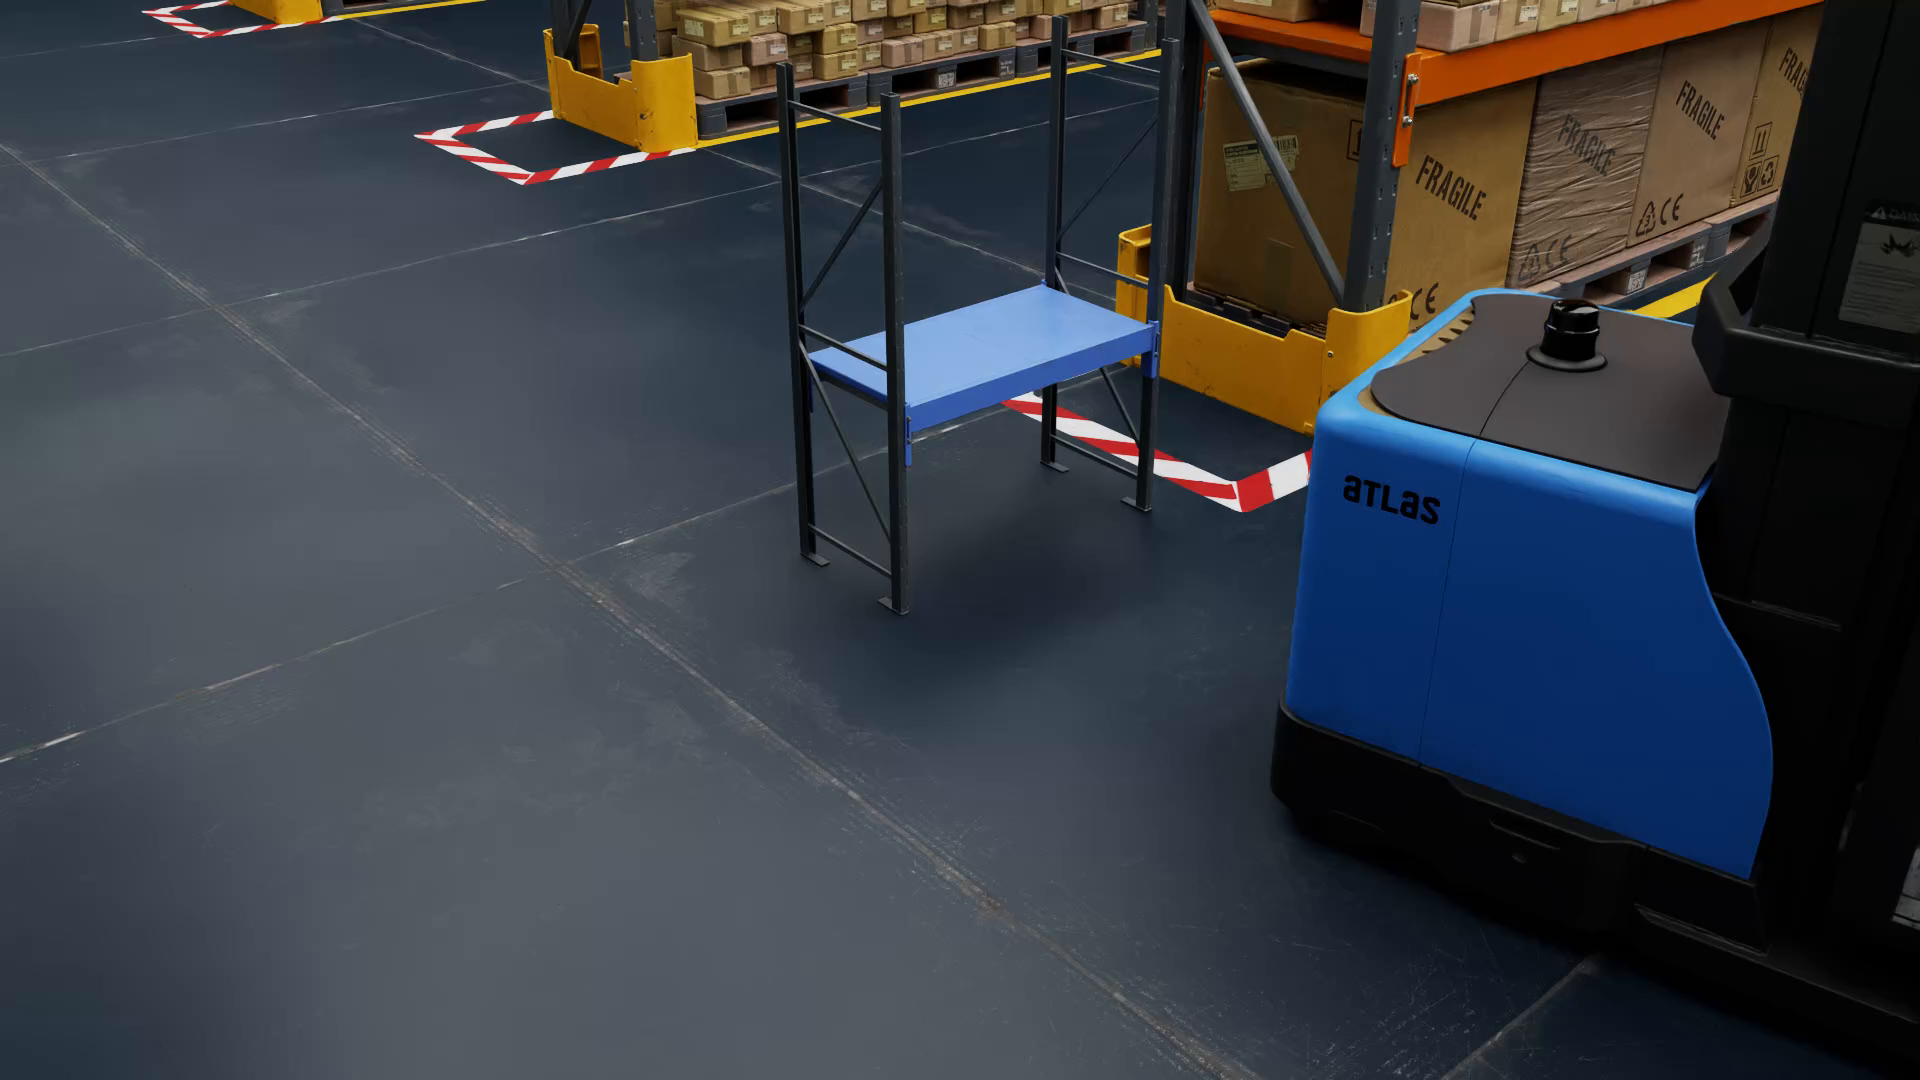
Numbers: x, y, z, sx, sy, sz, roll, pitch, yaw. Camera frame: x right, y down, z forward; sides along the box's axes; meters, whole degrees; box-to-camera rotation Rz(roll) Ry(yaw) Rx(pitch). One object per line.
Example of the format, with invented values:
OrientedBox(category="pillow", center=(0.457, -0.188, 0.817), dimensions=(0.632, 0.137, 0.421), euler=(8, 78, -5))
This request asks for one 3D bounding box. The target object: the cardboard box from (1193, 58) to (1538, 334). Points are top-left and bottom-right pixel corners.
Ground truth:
OrientedBox(category="cardboard box", center=(1.546, -1.373, 6.445), dimensions=(0.875, 0.875, 0.875), euler=(-22, 35, -35))

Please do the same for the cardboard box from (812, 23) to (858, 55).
OrientedBox(category="cardboard box", center=(-0.827, -3.046, 10.032), dimensions=(0.250, 0.149, 0.380), euler=(-21, 34, -33))

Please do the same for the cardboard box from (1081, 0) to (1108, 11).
OrientedBox(category="cardboard box", center=(0.780, -3.695, 11.244), dimensions=(0.250, 0.149, 0.380), euler=(-24, 36, -37))

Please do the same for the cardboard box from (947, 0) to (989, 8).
OrientedBox(category="cardboard box", center=(-0.035, -3.496, 10.557), dimensions=(0.250, 0.149, 0.380), euler=(-23, 36, -37))

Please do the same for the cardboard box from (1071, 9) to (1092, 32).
OrientedBox(category="cardboard box", center=(0.682, -3.569, 11.326), dimensions=(0.250, 0.149, 0.380), euler=(-21, 34, -34))

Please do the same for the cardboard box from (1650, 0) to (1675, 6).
OrientedBox(category="cardboard box", center=(2.571, -2.174, 6.402), dimensions=(0.250, 0.149, 0.380), euler=(-22, 35, -35))

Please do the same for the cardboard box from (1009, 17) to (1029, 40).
OrientedBox(category="cardboard box", center=(0.244, -3.428, 11.062), dimensions=(0.250, 0.149, 0.380), euler=(-23, 36, -36))

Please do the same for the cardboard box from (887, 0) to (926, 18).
OrientedBox(category="cardboard box", center=(-0.424, -3.348, 10.280), dimensions=(0.250, 0.149, 0.380), euler=(-21, 35, -34))

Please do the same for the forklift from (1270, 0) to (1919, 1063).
OrientedBox(category="forklift", center=(2.239, -0.411, 2.909), dimensions=(3.031, 2.935, 1.130), euler=(19, 33, 31))

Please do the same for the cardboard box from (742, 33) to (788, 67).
OrientedBox(category="cardboard box", center=(-1.222, -2.900, 9.758), dimensions=(0.250, 0.149, 0.380), euler=(-22, 35, -35))

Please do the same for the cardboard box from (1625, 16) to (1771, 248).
OrientedBox(category="cardboard box", center=(2.915, -1.923, 7.475), dimensions=(0.875, 0.875, 0.875), euler=(-22, 35, -35))

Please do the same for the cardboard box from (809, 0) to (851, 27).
OrientedBox(category="cardboard box", center=(-0.871, -3.202, 10.008), dimensions=(0.250, 0.149, 0.380), euler=(-24, 36, -37))

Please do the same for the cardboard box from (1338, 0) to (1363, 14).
OrientedBox(category="cardboard box", center=(1.364, -2.096, 6.257), dimensions=(0.250, 0.149, 0.380), euler=(-21, 35, -34))

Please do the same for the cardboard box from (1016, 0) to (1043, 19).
OrientedBox(category="cardboard box", center=(0.333, -3.565, 11.002), dimensions=(0.250, 0.149, 0.380), euler=(-22, 35, -34))

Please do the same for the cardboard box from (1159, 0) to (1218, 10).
OrientedBox(category="cardboard box", center=(1.746, -4.147, 12.034), dimensions=(0.500, 0.500, 0.500), euler=(-20, 34, -33))

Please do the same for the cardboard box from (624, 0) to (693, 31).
OrientedBox(category="cardboard box", center=(-1.793, -3.153, 9.915), dimensions=(0.250, 0.149, 0.380), euler=(-21, 35, -34))

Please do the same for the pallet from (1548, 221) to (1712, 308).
OrientedBox(category="pallet", center=(2.596, -1.314, 7.485), dimensions=(1.213, 0.211, 1.003), euler=(-22, 35, -35))

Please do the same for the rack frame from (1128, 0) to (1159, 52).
OrientedBox(category="rack frame", center=(1.011, -4.933, 11.298), dimensions=(0.127, 3.000, 1.000), euler=(-22, 35, -35))

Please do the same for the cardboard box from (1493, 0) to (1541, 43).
OrientedBox(category="cardboard box", center=(1.789, -1.859, 5.812), dimensions=(0.250, 0.149, 0.380), euler=(-22, 35, -36))

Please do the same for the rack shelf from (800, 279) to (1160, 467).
OrientedBox(category="rack shelf", center=(0.065, -0.529, 5.030), dimensions=(1.000, 0.185, 0.538), euler=(-22, 35, -35))

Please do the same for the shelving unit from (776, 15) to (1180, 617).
OrientedBox(category="shelving unit", center=(0.065, -0.688, 4.945), dimensions=(1.048, 1.500, 0.538), euler=(-22, 35, -35))

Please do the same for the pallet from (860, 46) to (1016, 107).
OrientedBox(category="pallet", center=(-0.405, -3.110, 10.845), dimensions=(1.213, 0.211, 1.003), euler=(-22, 35, -35))

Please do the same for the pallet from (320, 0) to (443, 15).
OrientedBox(category="pallet", center=(-4.764, -4.496, 13.440), dimensions=(1.213, 0.211, 1.003), euler=(-22, 35, -35))

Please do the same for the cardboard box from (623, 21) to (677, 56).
OrientedBox(category="cardboard box", center=(-1.815, -3.032, 10.005), dimensions=(0.250, 0.149, 0.380), euler=(-23, 36, -36))

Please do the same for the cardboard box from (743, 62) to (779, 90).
OrientedBox(category="cardboard box", center=(-1.279, -2.792, 9.872), dimensions=(0.250, 0.149, 0.380), euler=(-22, 35, -35))

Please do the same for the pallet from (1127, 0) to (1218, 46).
OrientedBox(category="pallet", center=(1.603, -3.942, 12.402), dimensions=(1.213, 0.211, 1.003), euler=(-22, 35, -35))

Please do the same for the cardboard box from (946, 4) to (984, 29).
OrientedBox(category="cardboard box", center=(-0.065, -3.405, 10.703), dimensions=(0.250, 0.149, 0.380), euler=(-24, 36, -37))

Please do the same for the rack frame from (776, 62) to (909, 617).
OrientedBox(category="rack frame", center=(-0.322, -0.532, 4.654), dimensions=(0.032, 1.500, 0.500), euler=(-22, 35, -35))

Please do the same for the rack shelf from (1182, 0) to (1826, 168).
OrientedBox(category="rack shelf", center=(2.632, -2.195, 6.937), dimensions=(4.000, 0.370, 1.077), euler=(-22, 35, -35))

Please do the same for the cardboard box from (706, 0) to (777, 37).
OrientedBox(category="cardboard box", center=(-1.281, -3.066, 9.752), dimensions=(0.250, 0.149, 0.380), euler=(-21, 35, -34))

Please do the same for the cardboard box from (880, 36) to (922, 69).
OrientedBox(category="cardboard box", center=(-0.451, -3.067, 10.385), dimensions=(0.250, 0.149, 0.380), euler=(-24, 36, -37))

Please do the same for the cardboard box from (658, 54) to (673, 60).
OrientedBox(category="cardboard box", center=(-1.767, -2.873, 10.023), dimensions=(0.250, 0.149, 0.380), euler=(-21, 35, -34))

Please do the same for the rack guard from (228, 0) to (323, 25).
OrientedBox(category="rack guard", center=(-5.340, -4.344, 12.848), dimensions=(0.348, 0.500, 1.175), euler=(-22, 35, -35))

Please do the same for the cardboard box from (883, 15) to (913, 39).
OrientedBox(category="cardboard box", center=(-0.508, -3.260, 10.430), dimensions=(0.250, 0.149, 0.380), euler=(-20, 34, -32))

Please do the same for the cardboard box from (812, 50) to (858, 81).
OrientedBox(category="cardboard box", center=(-0.829, -2.910, 10.091), dimensions=(0.250, 0.149, 0.380), euler=(-21, 35, -34))

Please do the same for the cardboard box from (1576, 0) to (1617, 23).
OrientedBox(category="cardboard box", center=(2.181, -2.017, 6.109), dimensions=(0.250, 0.149, 0.380), euler=(-23, 35, -36))

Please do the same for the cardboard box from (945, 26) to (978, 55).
OrientedBox(category="cardboard box", center=(-0.095, -3.247, 10.722), dimensions=(0.250, 0.149, 0.380), euler=(-21, 35, -34))
